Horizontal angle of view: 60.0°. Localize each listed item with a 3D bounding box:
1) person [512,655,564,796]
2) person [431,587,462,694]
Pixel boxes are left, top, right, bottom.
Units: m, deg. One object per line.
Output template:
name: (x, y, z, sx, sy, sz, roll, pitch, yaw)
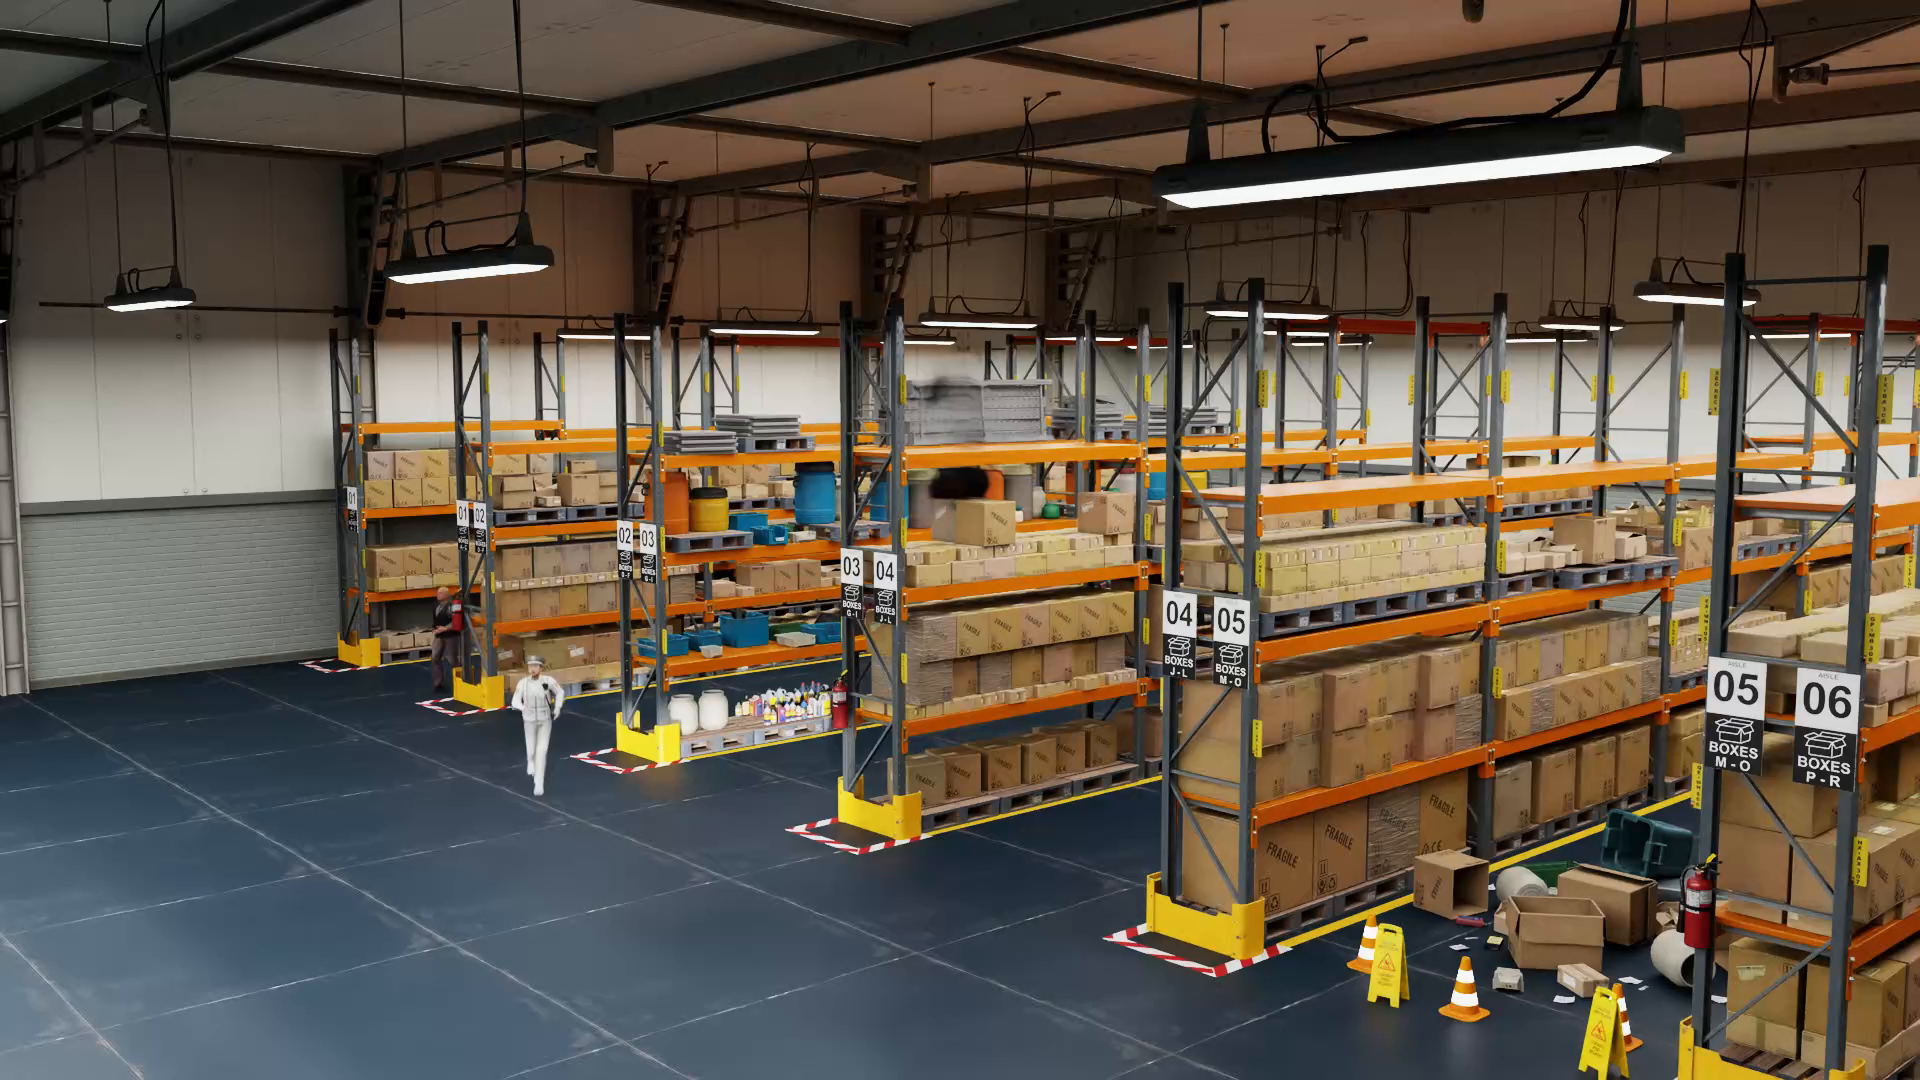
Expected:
person: (-5.287, 2.273, 20.864, 0.624, 1.703, 0.920, -1, 6, -7)
person: (-8.420, 1.639, 27.387, 0.672, 1.781, 0.823, 3, 6, 27)
